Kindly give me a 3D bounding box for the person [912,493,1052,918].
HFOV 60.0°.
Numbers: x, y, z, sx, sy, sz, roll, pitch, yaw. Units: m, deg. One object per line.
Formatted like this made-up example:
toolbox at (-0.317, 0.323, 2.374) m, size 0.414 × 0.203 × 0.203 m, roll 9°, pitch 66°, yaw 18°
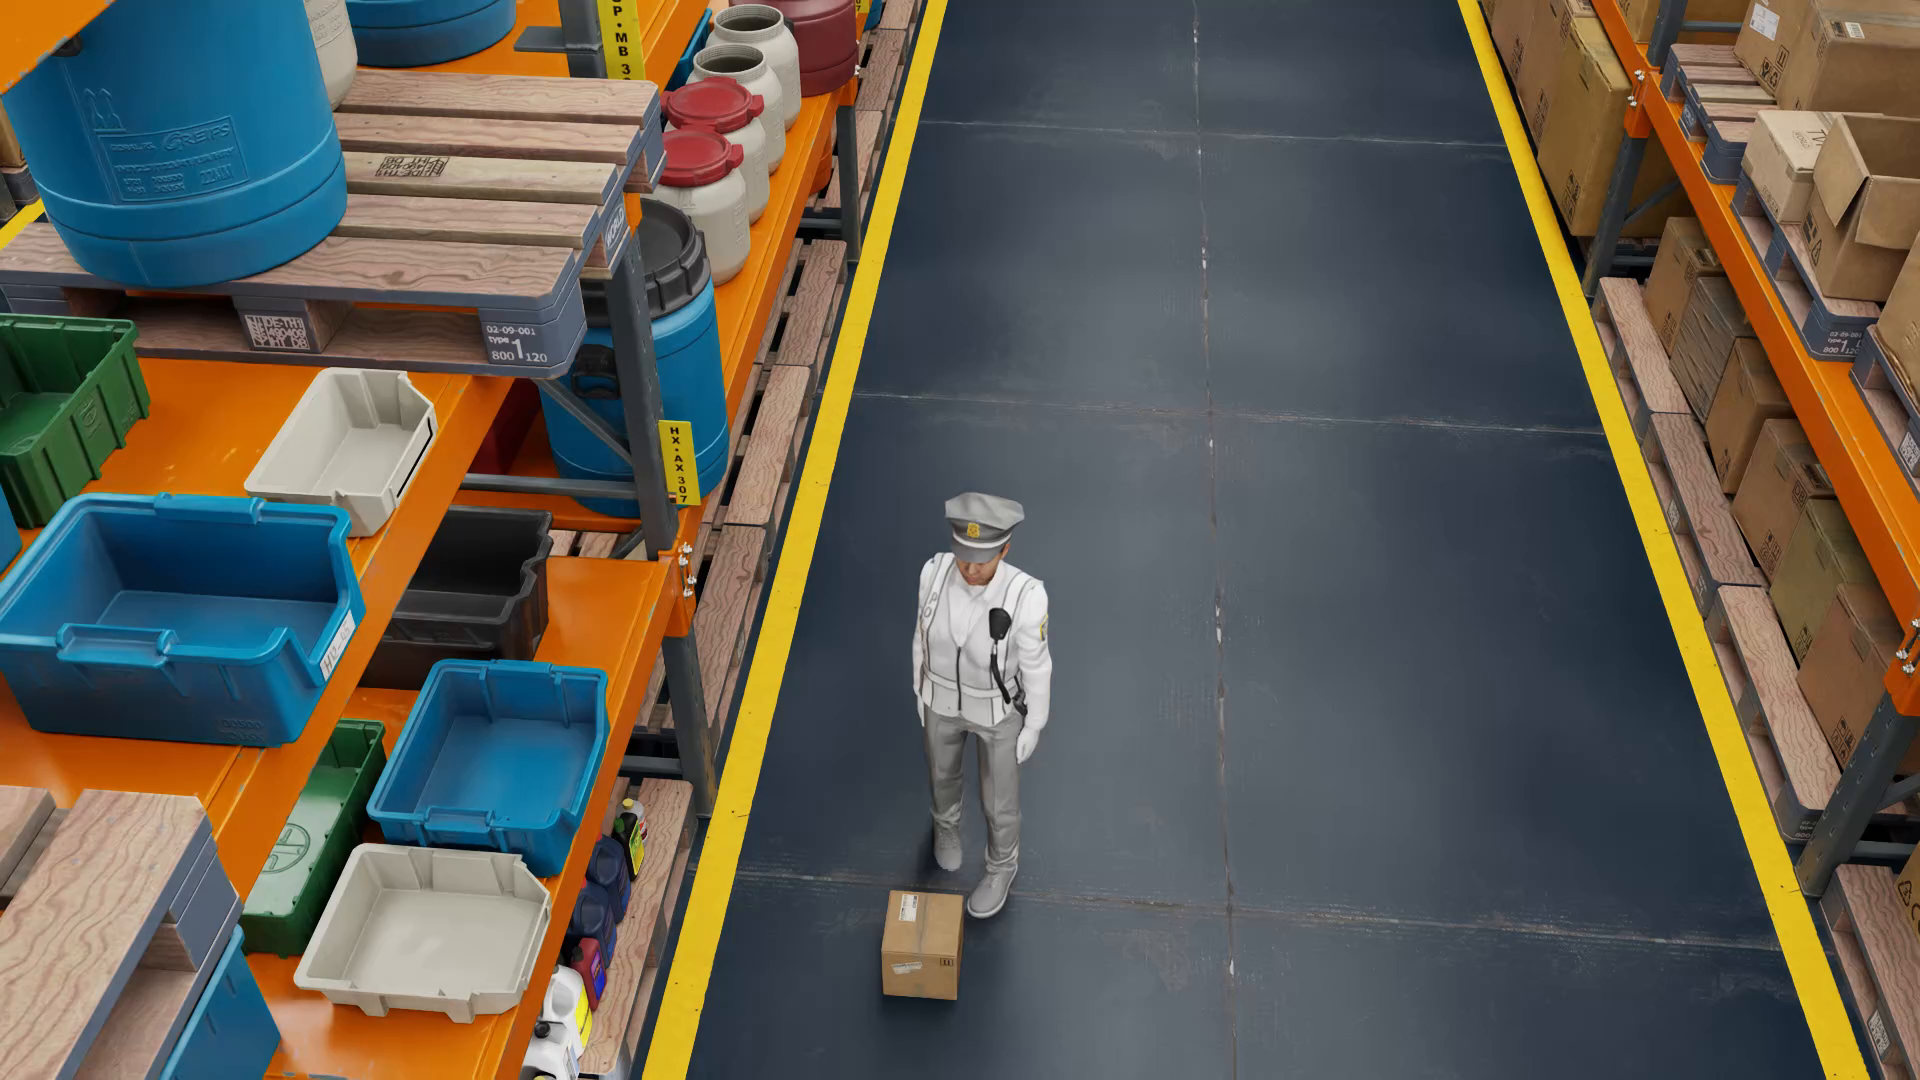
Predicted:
person at (0.054, 0.569, 5.499) m, size 0.482 × 1.718 × 0.416 m, roll 15°, pitch 42°, yaw 17°
